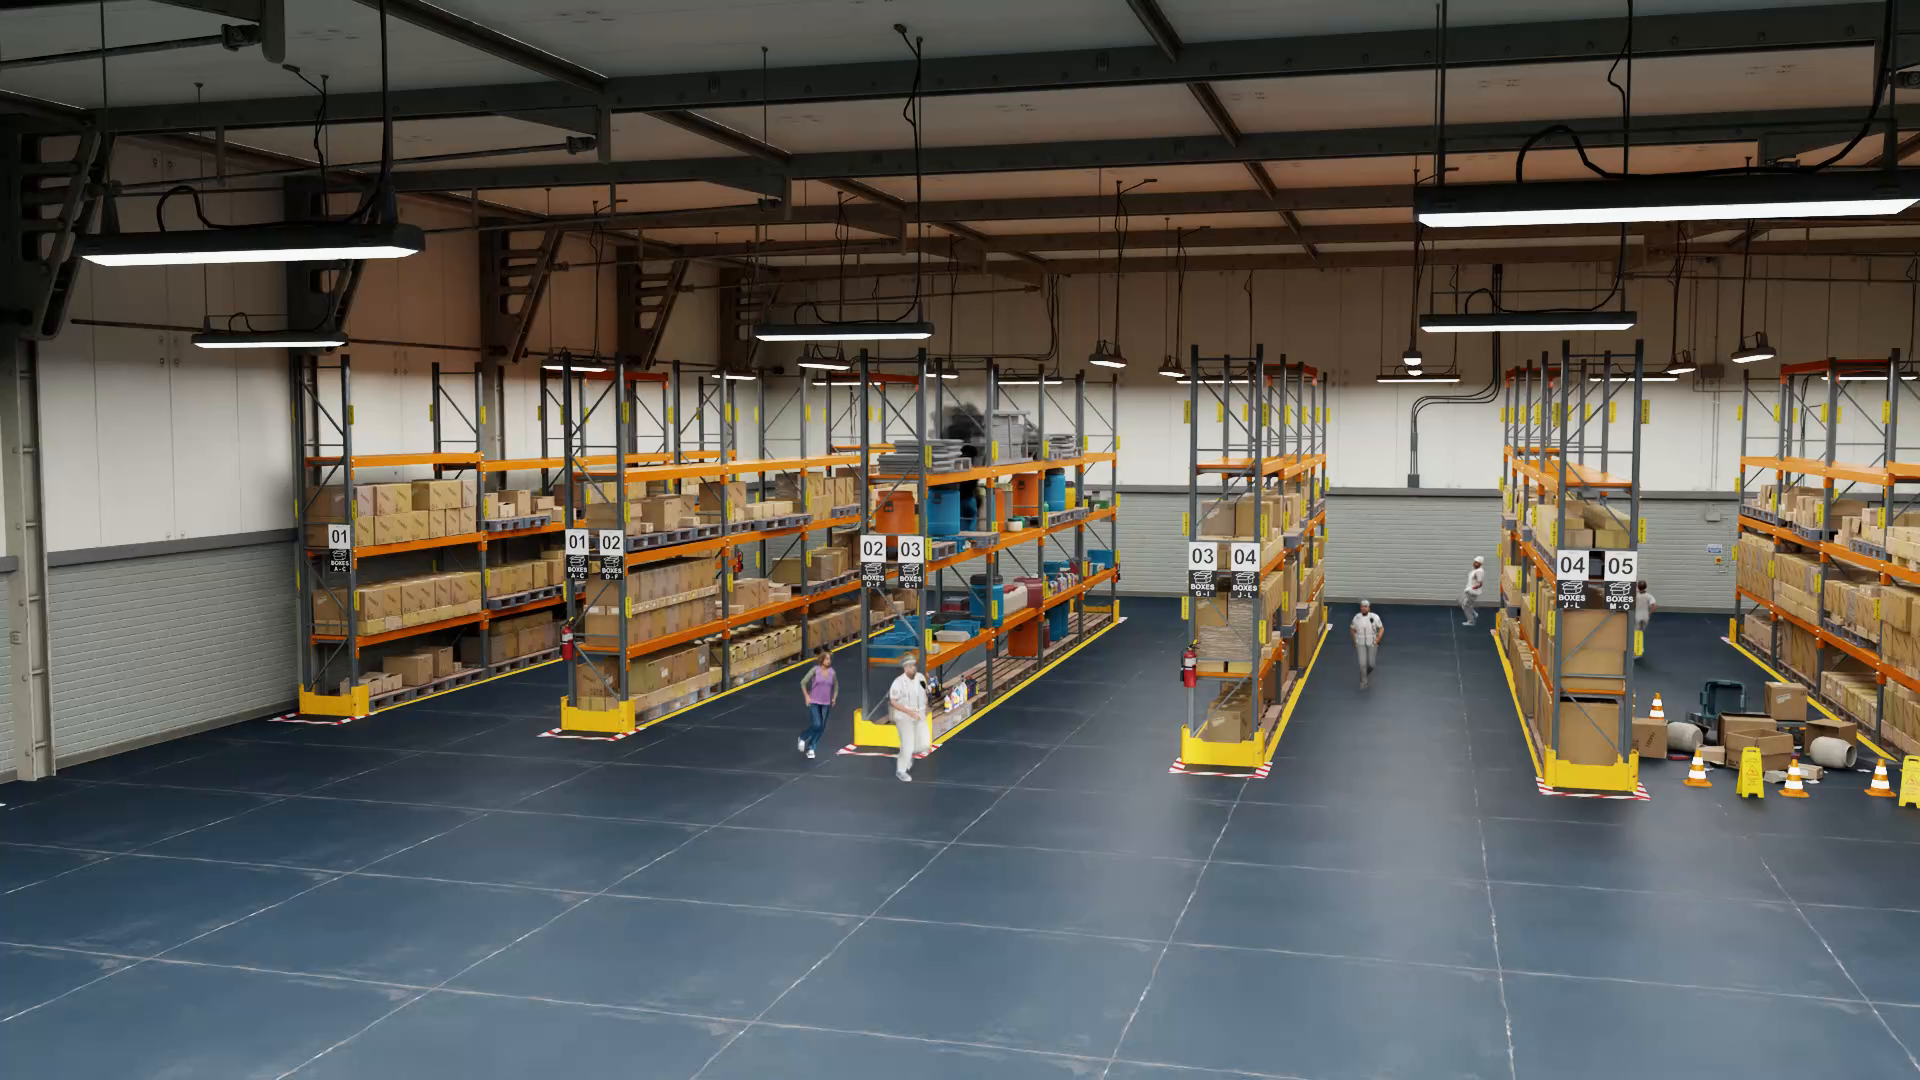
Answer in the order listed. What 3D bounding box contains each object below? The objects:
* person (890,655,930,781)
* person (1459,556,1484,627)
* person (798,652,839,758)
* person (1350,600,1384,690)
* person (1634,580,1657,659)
[{"bbox_3d":[-0.650,2.431,22.812,0.684,1.744,0.664,-3,5,-35],"label":"person"},{"bbox_3d":[12.063,1.211,39.227,0.553,1.694,0.750,1,4,16],"label":"person"},{"bbox_3d":[-2.046,2.406,24.381,0.588,1.540,0.510,-2,5,-29],"label":"person"},{"bbox_3d":[7.442,1.916,30.469,0.602,1.640,0.546,1,5,18],"label":"person"},{"bbox_3d":[13.891,1.647,33.897,0.574,1.644,0.688,0,4,6],"label":"person"}]
